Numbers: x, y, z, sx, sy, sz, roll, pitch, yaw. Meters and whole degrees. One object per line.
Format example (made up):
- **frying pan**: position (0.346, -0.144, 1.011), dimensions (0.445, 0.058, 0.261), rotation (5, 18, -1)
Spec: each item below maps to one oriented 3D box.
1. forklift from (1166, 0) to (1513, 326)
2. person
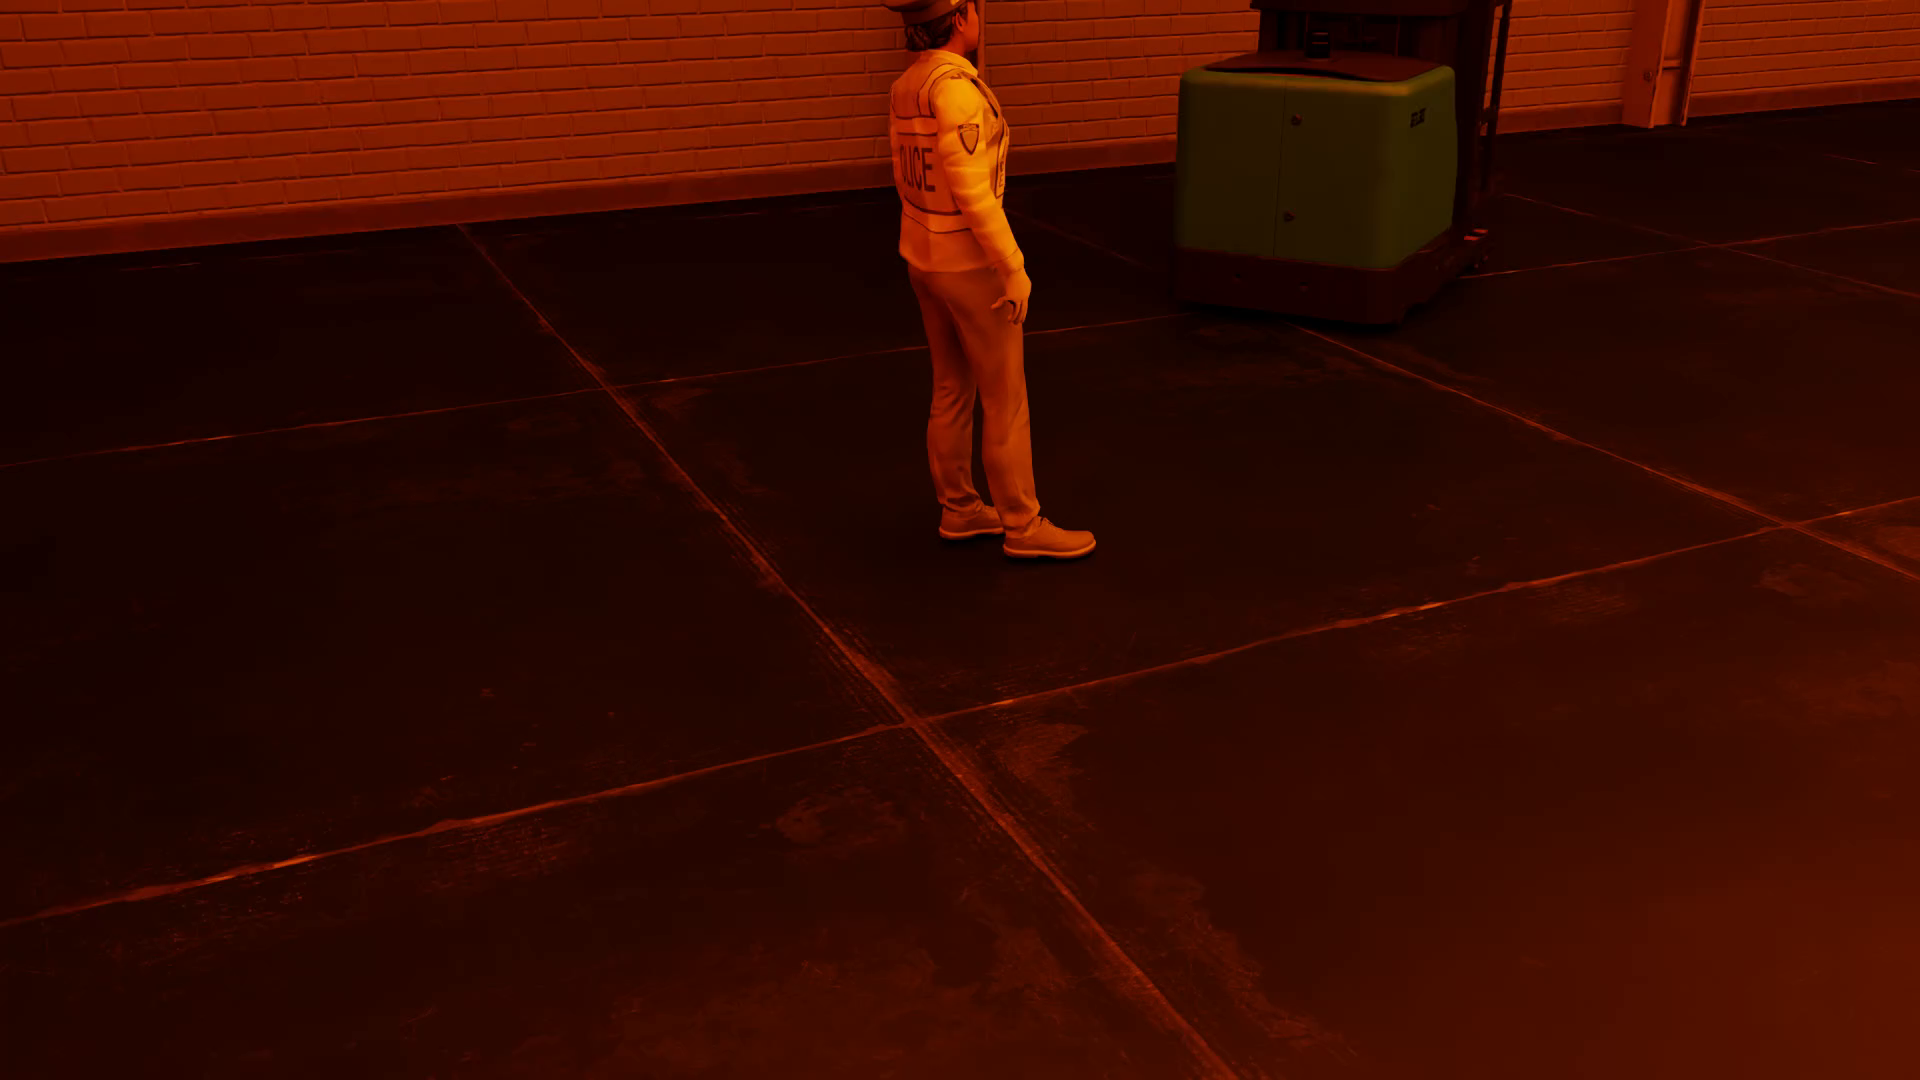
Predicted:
- **forklift**: position (2.104, -2.801, 8.029), dimensions (1.130, 2.935, 3.031), rotation (12, 25, 27)
- **person**: position (0.065, -0.798, 4.800), dimensions (0.530, 1.694, 0.587), rotation (-10, 25, -23)
